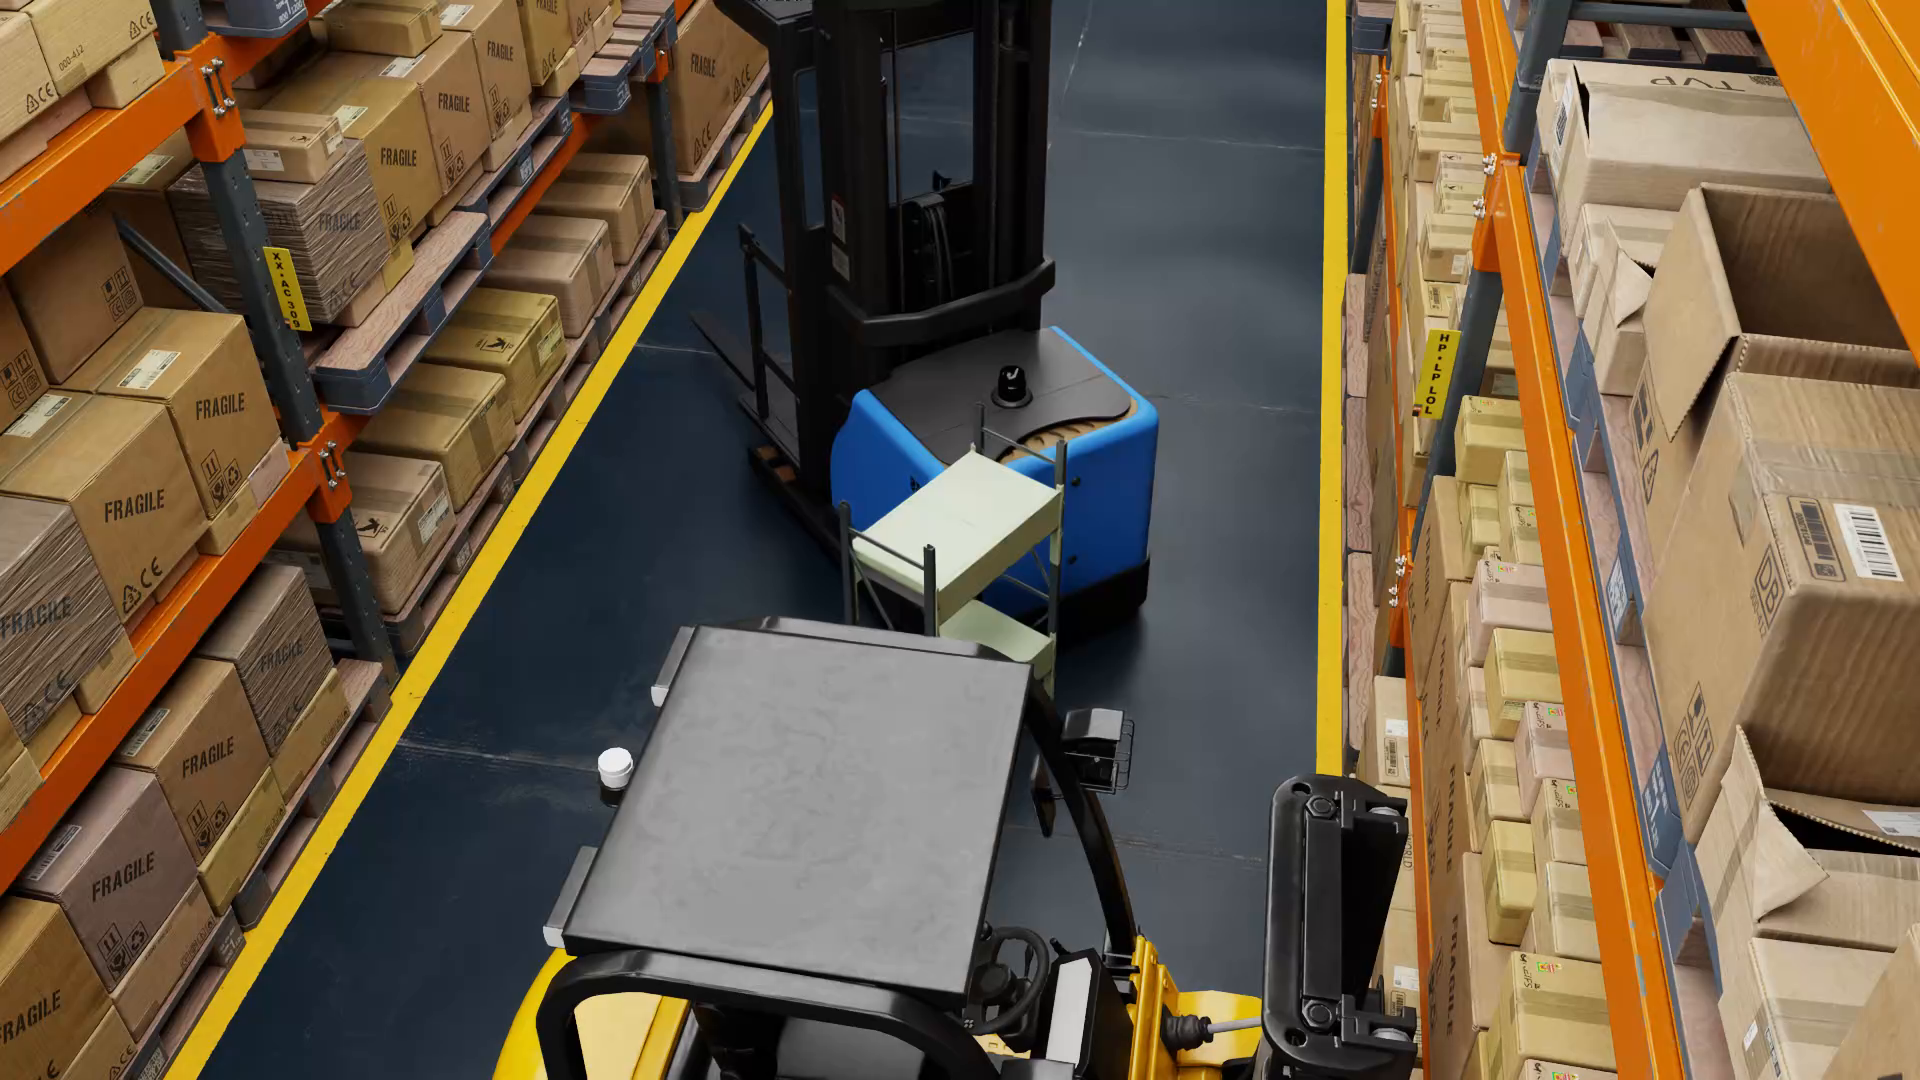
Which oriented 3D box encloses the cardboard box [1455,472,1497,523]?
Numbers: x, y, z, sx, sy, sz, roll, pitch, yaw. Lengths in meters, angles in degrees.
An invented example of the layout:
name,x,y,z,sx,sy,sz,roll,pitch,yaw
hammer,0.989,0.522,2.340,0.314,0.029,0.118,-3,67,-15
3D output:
name,x,y,z,sx,sy,sz,roll,pitch,yaw
cardboard box,1.705,-0.162,5.004,0.380,0.149,0.250,6,40,7

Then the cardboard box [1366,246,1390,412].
name,x,y,z,sx,sy,sz,roll,pitch,yaw
cardboard box,2.485,-1.001,8.140,0.875,0.625,0.625,8,40,9

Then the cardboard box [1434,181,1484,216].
name,x,y,z,sx,sy,sz,roll,pitch,yaw
cardboard box,2.003,-1.221,6.285,0.380,0.149,0.250,5,40,7

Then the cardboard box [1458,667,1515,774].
name,x,y,z,sx,sy,sz,roll,pitch,yaw
cardboard box,1.482,0.478,4.230,0.380,0.149,0.250,6,40,7

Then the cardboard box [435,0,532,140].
name,x,y,z,sx,sy,sz,roll,pitch,yaw
cardboard box,-2.243,-2.114,7.311,0.500,0.500,0.500,5,40,6

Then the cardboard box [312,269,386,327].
name,x,y,z,sx,sy,sz,roll,pitch,yaw
cardboard box,-2.463,-0.967,6.433,0.380,0.149,0.250,7,40,8

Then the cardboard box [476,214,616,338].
name,x,y,z,sx,sy,sz,roll,pitch,yaw
cardboard box,-2.405,-1.431,8.860,0.950,0.372,0.625,6,40,7

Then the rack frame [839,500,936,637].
name,x,y,z,sx,sy,sz,roll,pitch,yaw
rack frame,-0.242,0.528,5.935,0.400,1.500,0.023,27,47,29

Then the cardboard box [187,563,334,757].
name,x,y,z,sx,sy,sz,roll,pitch,yaw
cardboard box,-2.708,0.420,6.127,0.500,0.500,0.500,6,40,7

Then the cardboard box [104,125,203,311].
name,x,y,z,sx,sy,sz,roll,pitch,yaw
cardboard box,-3.016,-1.220,6.230,0.500,0.500,0.500,6,40,7

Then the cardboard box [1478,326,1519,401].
name,x,y,z,sx,sy,sz,roll,pitch,yaw
cardboard box,1.860,-0.572,5.500,0.380,0.149,0.250,8,40,9

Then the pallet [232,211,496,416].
name,x,y,z,sx,sy,sz,roll,pitch,yaw
pallet,-2.595,-0.979,6.731,1.003,0.211,1.213,6,40,8

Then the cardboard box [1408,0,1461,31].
name,x,y,z,sx,sy,sz,roll,pitch,yaw
cardboard box,2.321,-2.508,7.842,0.380,0.149,0.250,7,40,9

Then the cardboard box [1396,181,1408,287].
name,x,y,z,sx,sy,sz,roll,pitch,yaw
cardboard box,2.128,-1.281,7.063,0.500,0.250,0.500,8,40,9

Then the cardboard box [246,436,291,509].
name,x,y,z,sx,sy,sz,roll,pitch,yaw
cardboard box,-2.626,-0.257,5.904,0.380,0.149,0.250,6,40,7

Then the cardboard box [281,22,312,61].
name,x,y,z,sx,sy,sz,roll,pitch,yaw
cardboard box,-2.882,-2.078,6.758,0.380,0.149,0.250,5,40,6

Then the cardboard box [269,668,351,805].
name,x,y,z,sx,sy,sz,roll,pitch,yaw
cardboard box,-2.708,0.709,6.367,0.500,0.250,0.500,8,40,10

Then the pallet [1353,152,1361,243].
name,x,y,z,sx,sy,sz,roll,pitch,yaw
pallet,2.878,-1.944,9.936,1.003,0.211,1.213,6,40,8

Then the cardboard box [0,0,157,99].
name,x,y,z,sx,sy,sz,roll,pitch,yaw
cardboard box,-2.682,-1.495,4.734,0.500,0.250,0.500,6,40,7

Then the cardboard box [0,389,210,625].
name,x,y,z,sx,sy,sz,roll,pitch,yaw
cardboard box,-2.784,-0.113,5.220,0.500,0.500,0.500,8,40,9

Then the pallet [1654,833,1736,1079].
name,x,y,z,sx,sy,sz,roll,pitch,yaw
pallet,1.475,0.903,2.019,1.003,0.211,1.213,6,40,8

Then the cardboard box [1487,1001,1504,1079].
name,x,y,z,sx,sy,sz,roll,pitch,yaw
cardboard box,1.309,1.121,3.452,0.380,0.149,0.250,7,40,8

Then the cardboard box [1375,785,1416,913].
name,x,y,z,sx,sy,sz,roll,pitch,yaw
cardboard box,1.528,1.057,5.161,0.500,0.250,0.500,6,40,8

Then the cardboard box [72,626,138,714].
name,x,y,z,sx,sy,sz,roll,pitch,yaw
cardboard box,-2.798,0.381,5.133,0.380,0.149,0.250,6,40,7

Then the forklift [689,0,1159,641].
name,x,y,z,sx,sy,sz,roll,pitch,yaw
forklift,-0.372,-1.463,7.220,1.130,2.935,3.031,-21,44,-24

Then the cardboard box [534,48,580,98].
name,x,y,z,sx,sy,sz,roll,pitch,yaw
cardboard box,-2.063,-2.262,8.000,0.380,0.149,0.250,7,40,8

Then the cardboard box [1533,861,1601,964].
name,x,y,z,sx,sy,sz,roll,pitch,yaw
cardboard box,1.441,0.851,3.545,0.380,0.149,0.250,7,40,8

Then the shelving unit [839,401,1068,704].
name,x,y,z,sx,sy,sz,roll,pitch,yaw
shelving unit,-0.014,0.345,6.156,0.431,1.500,0.755,27,47,29

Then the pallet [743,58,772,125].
name,x,y,z,sx,sy,sz,roll,pitch,yaw
pallet,-1.754,-3.275,11.545,1.003,0.211,1.213,6,40,8

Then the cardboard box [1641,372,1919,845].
name,x,y,z,sx,sy,sz,roll,pitch,yaw
cardboard box,1.439,0.134,2.393,0.700,0.500,0.500,7,40,8

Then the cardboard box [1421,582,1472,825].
name,x,y,z,sx,sy,sz,roll,pitch,yaw
cardboard box,1.612,0.495,4.718,0.500,0.500,0.500,7,40,8

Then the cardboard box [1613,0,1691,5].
name,x,y,z,sx,sy,sz,roll,pitch,yaw
cardboard box,1.905,-1.848,4.939,0.500,0.311,0.500,5,40,6

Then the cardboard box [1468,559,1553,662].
name,x,y,z,sx,sy,sz,roll,pitch,yaw
cardboard box,1.535,0.205,4.327,0.380,0.149,0.250,7,40,9

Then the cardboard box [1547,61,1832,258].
name,x,y,z,sx,sy,sz,roll,pitch,yaw
cardboard box,1.635,-0.871,3.758,0.500,0.311,0.500,7,40,9

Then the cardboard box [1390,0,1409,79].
name,x,y,z,sx,sy,sz,roll,pitch,yaw
cardboard box,2.369,-2.441,8.074,0.500,0.250,0.500,6,40,8

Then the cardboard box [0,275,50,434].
name,x,y,z,sx,sy,sz,roll,pitch,yaw
cardboard box,-3.270,-0.558,4.974,0.700,0.500,0.500,7,40,8

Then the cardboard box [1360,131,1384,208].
name,x,y,z,sx,sy,sz,roll,pitch,yaw
cardboard box,2.573,-2.042,9.498,0.500,0.500,0.500,7,40,9

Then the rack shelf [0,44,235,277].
name,x,y,z,sx,sy,sz,roll,pitch,yaw
rack shelf,-3.216,-0.213,3.864,1.077,0.370,4.000,6,40,8

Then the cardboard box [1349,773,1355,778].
name,x,y,z,sx,sy,sz,roll,pitch,yaw
cardboard box,1.609,1.120,5.869,0.500,0.250,0.500,7,40,8

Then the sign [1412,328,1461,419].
name,x,y,z,sx,sy,sz,roll,pitch,yaw
sign,1.483,-0.514,5.171,0.100,0.325,0.005,6,40,8

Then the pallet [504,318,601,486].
name,x,y,z,sx,sy,sz,roll,pitch,yaw
pallet,-2.528,-0.771,8.517,1.003,0.211,1.213,6,40,8

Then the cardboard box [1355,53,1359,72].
name,x,y,z,sx,sy,sz,roll,pitch,yaw
cardboard box,2.925,-3.337,11.064,0.500,0.500,0.500,5,40,6

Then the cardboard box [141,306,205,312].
name,x,y,z,sx,sy,sz,roll,pitch,yaw
cardboard box,-3.053,-1.008,6.482,0.380,0.149,0.250,7,40,8

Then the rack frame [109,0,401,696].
name,x,y,z,sx,sy,sz,roll,pitch,yaw
rack frame,-2.870,-0.589,6.109,1.000,3.000,0.127,6,40,8

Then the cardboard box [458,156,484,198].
name,x,y,z,sx,sy,sz,roll,pitch,yaw
cardboard box,-2.307,-1.620,7.223,0.380,0.149,0.250,7,40,8

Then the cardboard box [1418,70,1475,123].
name,x,y,z,sx,sy,sz,roll,pitch,yaw
cardboard box,2.153,-1.865,7.064,0.380,0.149,0.250,7,40,9

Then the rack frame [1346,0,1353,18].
name,x,y,z,sx,sy,sz,roll,pitch,yaw
rack frame,3.404,-5.065,11.522,1.000,3.000,0.127,6,40,8

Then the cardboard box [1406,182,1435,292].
name,x,y,z,sx,sy,sz,roll,pitch,yaw
cardboard box,2.029,-1.160,6.524,0.500,0.250,0.500,7,40,9

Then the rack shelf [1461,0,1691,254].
name,x,y,z,sx,sy,sz,roll,pitch,yaw
rack shelf,2.365,-2.178,6.241,1.077,0.370,4.000,6,40,8
